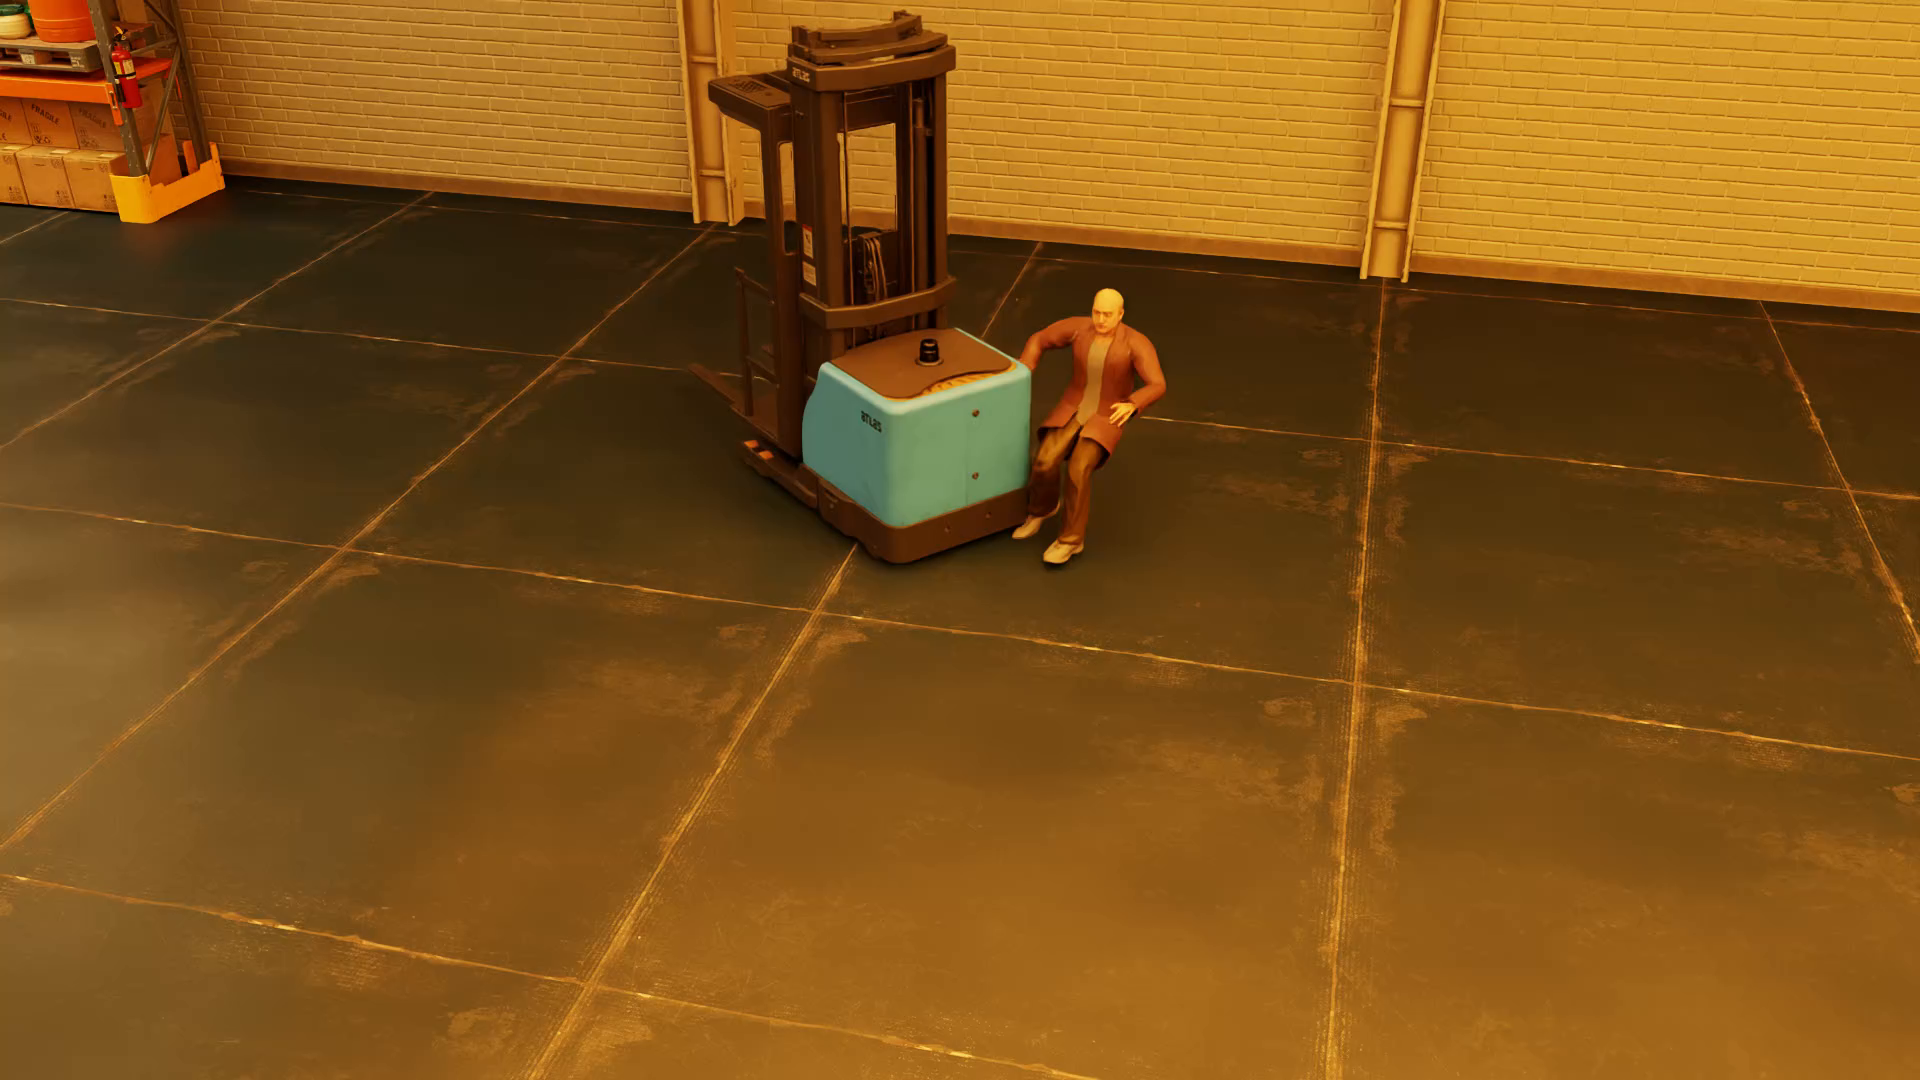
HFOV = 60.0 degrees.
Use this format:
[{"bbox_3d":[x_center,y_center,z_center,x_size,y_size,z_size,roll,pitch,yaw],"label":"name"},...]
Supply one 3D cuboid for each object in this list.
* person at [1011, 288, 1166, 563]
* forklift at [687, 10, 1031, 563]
[{"bbox_3d":[0.708,-0.668,9.813,0.944,1.545,0.901,10,31,17],"label":"person"},{"bbox_3d":[-0.817,-1.814,10.371,1.130,2.935,3.031,-19,35,-30],"label":"forklift"}]
